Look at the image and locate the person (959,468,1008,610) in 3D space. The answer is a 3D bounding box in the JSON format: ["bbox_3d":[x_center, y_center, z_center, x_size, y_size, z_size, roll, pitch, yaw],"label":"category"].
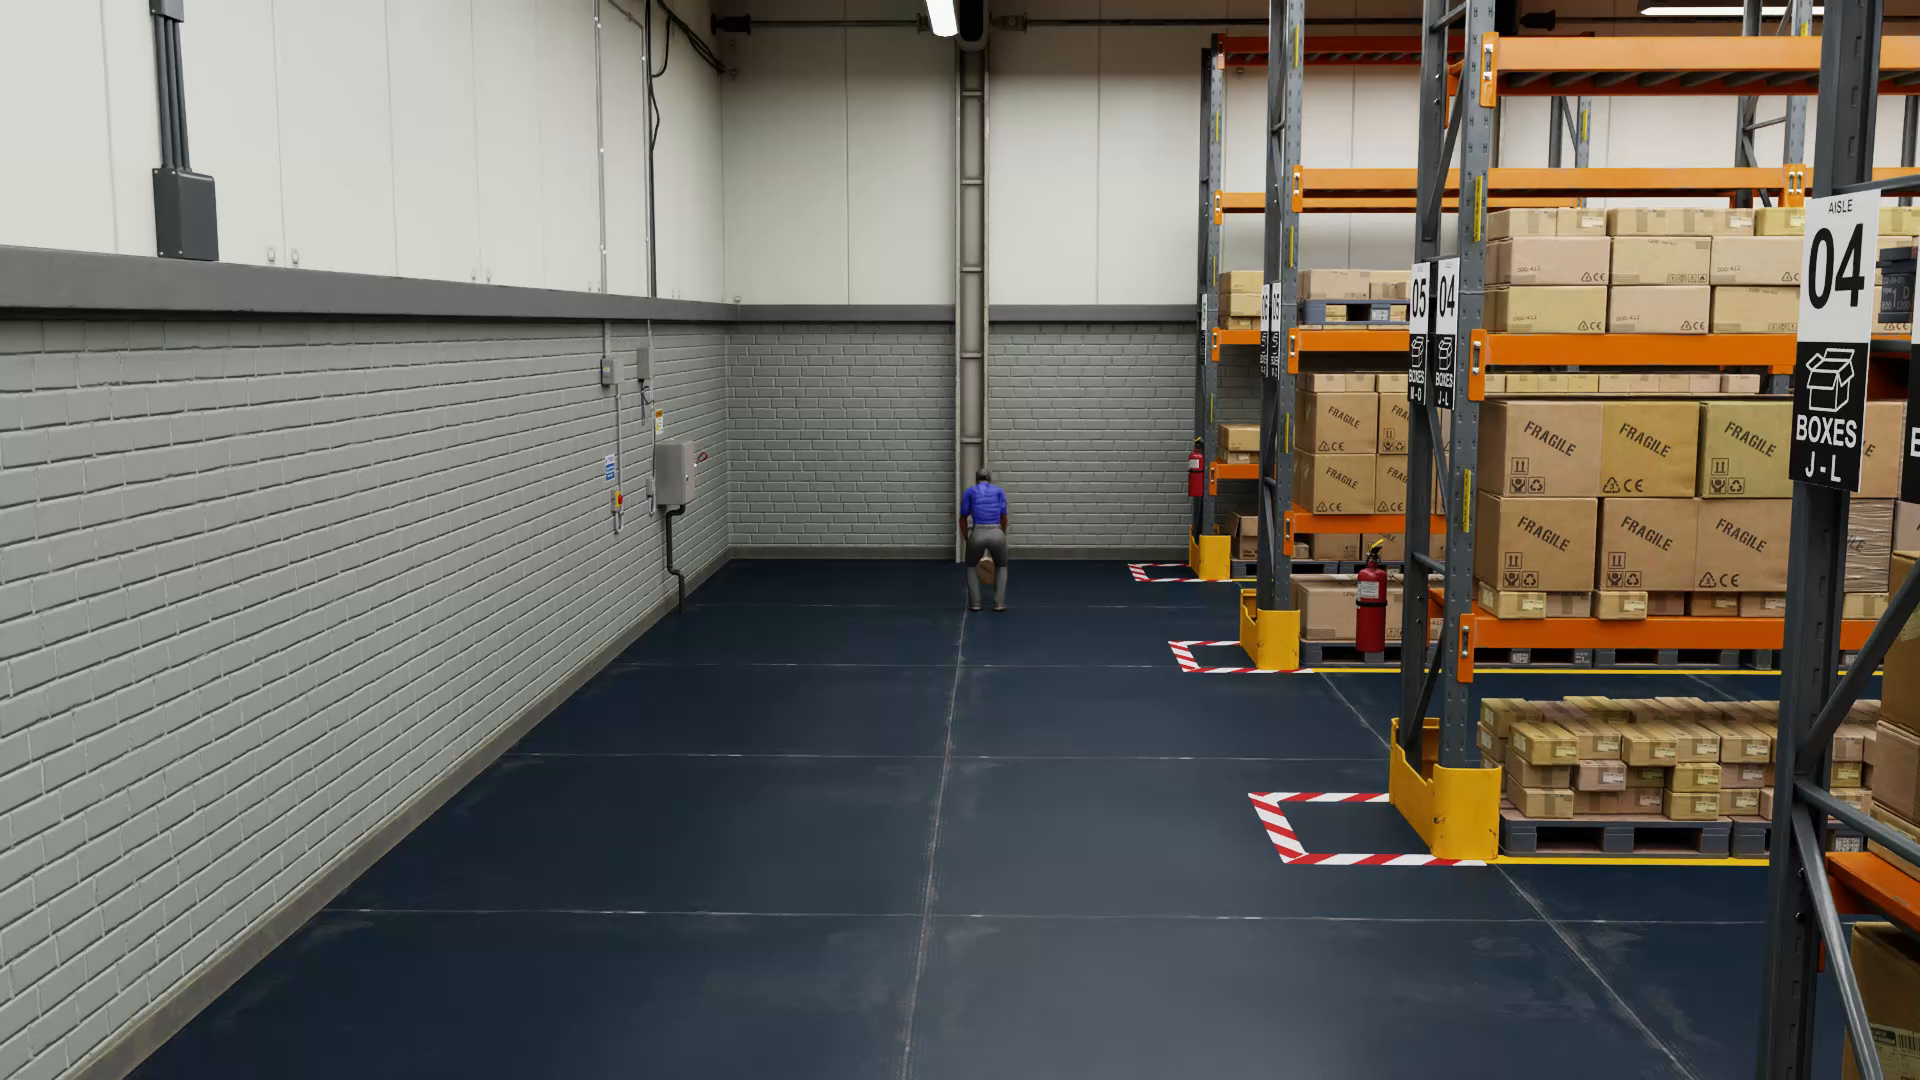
[{"bbox_3d":[0.235,0.000,16.789,0.494,1.417,0.597,0,7,2],"label":"person"}]
